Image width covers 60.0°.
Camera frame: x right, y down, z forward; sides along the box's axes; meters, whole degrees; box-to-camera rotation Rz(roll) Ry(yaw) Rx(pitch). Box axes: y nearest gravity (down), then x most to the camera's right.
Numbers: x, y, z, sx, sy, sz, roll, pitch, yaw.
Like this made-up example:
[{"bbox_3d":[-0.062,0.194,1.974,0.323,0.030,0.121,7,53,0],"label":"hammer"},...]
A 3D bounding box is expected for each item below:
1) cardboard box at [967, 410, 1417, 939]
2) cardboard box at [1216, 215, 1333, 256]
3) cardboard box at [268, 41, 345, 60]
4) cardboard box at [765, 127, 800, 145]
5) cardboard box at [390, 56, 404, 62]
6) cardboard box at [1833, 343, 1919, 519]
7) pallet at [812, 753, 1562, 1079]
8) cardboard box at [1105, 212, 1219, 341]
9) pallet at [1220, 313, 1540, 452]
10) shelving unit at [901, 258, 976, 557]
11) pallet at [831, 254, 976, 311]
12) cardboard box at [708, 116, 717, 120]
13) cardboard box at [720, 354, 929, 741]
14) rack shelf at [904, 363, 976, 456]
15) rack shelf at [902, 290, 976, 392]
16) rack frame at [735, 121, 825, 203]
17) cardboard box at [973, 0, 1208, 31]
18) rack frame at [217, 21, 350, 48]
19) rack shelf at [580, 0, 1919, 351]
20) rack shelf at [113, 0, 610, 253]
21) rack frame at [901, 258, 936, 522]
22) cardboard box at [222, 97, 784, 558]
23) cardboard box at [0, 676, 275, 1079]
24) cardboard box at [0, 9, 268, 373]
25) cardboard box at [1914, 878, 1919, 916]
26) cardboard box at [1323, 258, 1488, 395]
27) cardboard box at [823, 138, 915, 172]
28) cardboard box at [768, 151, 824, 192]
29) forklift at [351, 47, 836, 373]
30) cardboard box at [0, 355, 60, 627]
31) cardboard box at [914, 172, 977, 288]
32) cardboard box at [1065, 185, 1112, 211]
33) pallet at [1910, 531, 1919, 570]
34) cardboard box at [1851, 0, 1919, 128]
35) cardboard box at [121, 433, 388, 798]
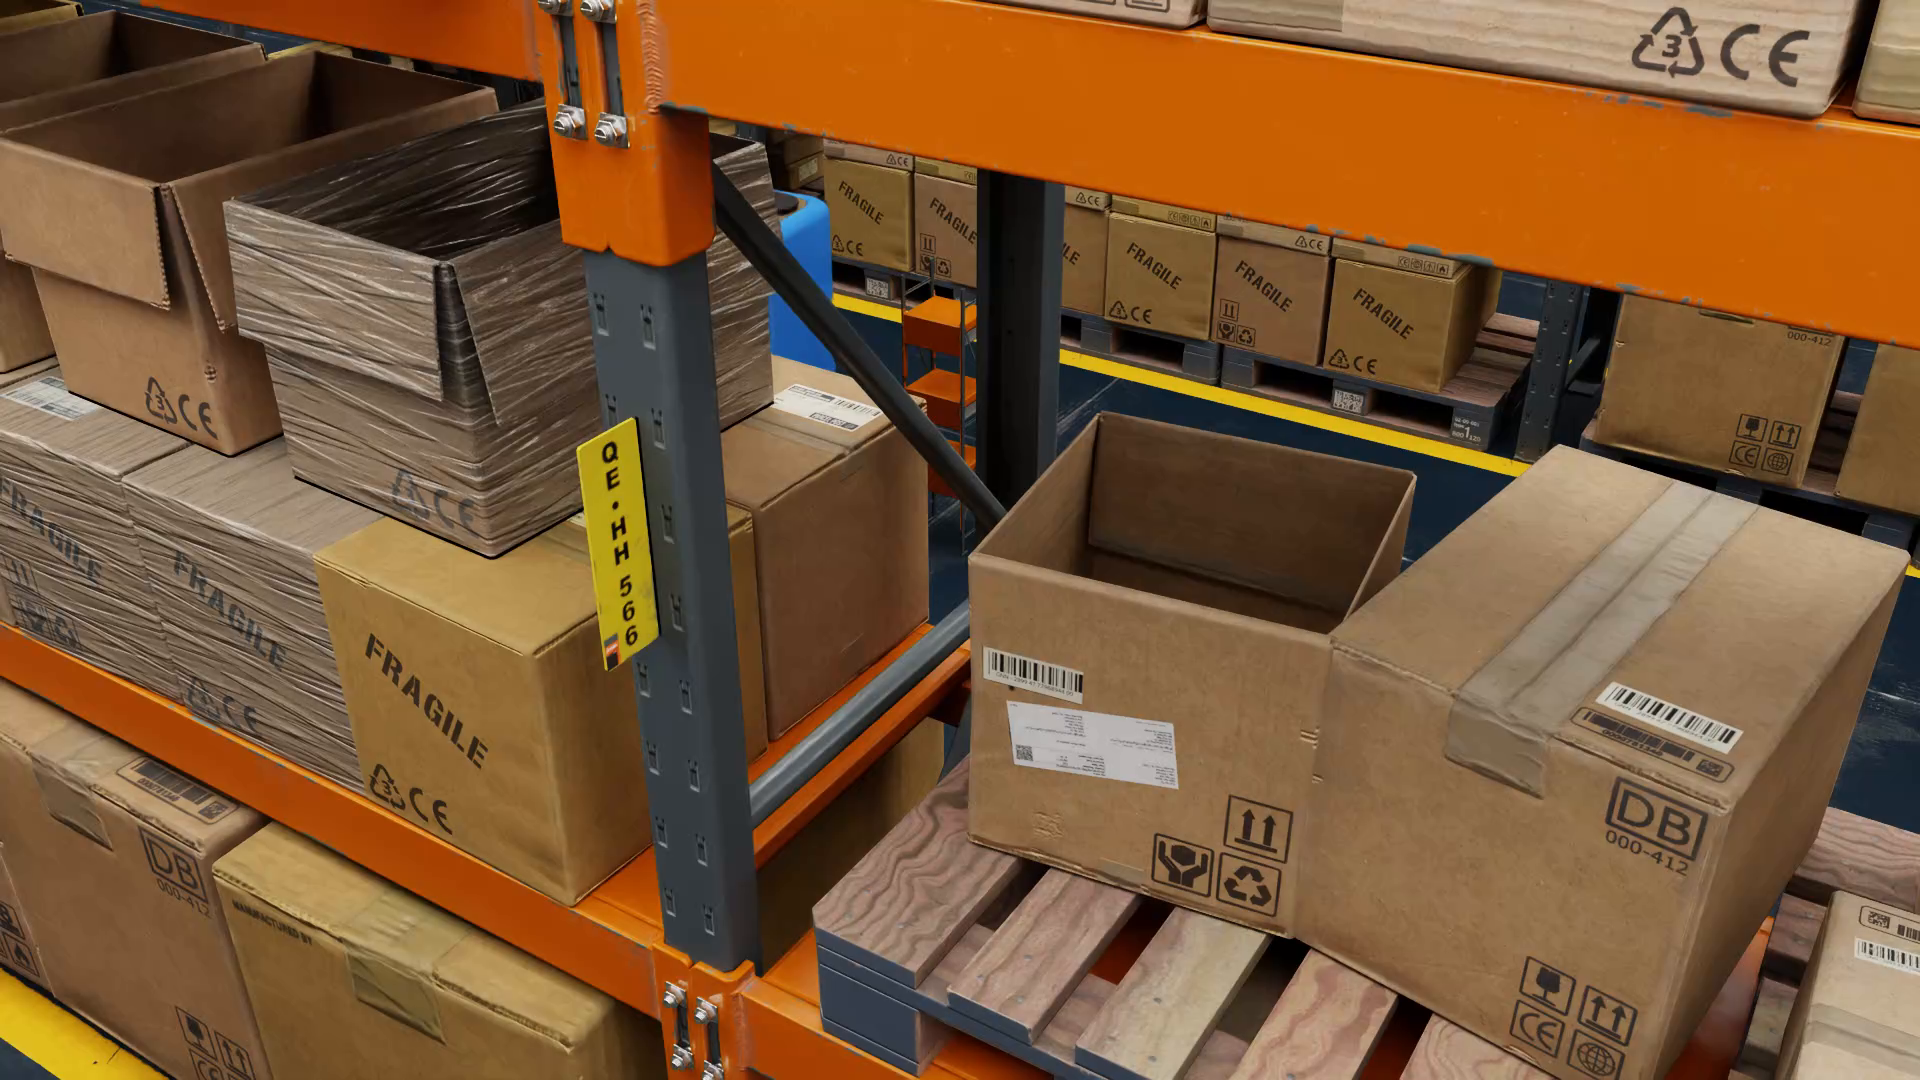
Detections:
[{"bbox_3d":[0.340,0.175,2.458,0.500,0.500,0.500,13,33,21],"label":"cardboard box"},{"bbox_3d":[1.431,-1.446,7.071,0.500,0.250,0.500,18,35,28],"label":"cardboard box"},{"bbox_3d":[-3.929,-2.883,10.037,0.250,0.149,0.380,16,34,25],"label":"cardboard box"},{"bbox_3d":[-0.986,-2.277,8.999,0.250,0.149,0.380,19,35,29],"label":"cardboard box"},{"bbox_3d":[-3.486,-2.738,9.789,0.250,0.149,0.380,17,35,27],"label":"cardboard box"},{"bbox_3d":[3.794,-0.593,6.106,0.750,0.750,1.050,18,35,28],"label":"cardboard box"},{"bbox_3d":[0.521,0.500,2.606,1.003,0.211,1.213,18,35,27],"label":"pallet"},{"bbox_3d":[0.993,-1.260,7.497,0.500,0.500,0.500,16,34,25],"label":"cardboard box"},{"bbox_3d":[1.923,-0.824,7.452,1.213,0.211,1.003,18,35,27],"label":"pallet"},{"bbox_3d":[-0.045,-0.468,6.010,0.252,1.050,0.215,18,35,27],"label":"shelving unit"},{"bbox_3d":[-0.144,-1.477,8.573,1.213,0.211,1.003,18,35,27],"label":"pallet"},{"bbox_3d":[-1.481,-2.132,8.750,0.250,0.149,0.380,18,35,28],"label":"cardboard box"},{"bbox_3d":[-0.406,-0.018,3.204,0.500,0.500,0.500,19,35,29],"label":"cardboard box"},{"bbox_3d":[-0.045,-0.459,6.015,0.240,0.259,0.215,18,35,27],"label":"rack shelf"},{"bbox_3d":[-0.045,-0.704,5.872,0.240,0.259,0.215,18,35,27],"label":"rack shelf"},{"bbox_3d":[-0.804,-2.890,8.226,0.127,3.000,1.000,18,35,27],"label":"rack frame"},{"bbox_3d":[0.124,-0.724,1.687,0.500,0.250,0.500,18,35,28],"label":"cardboard box"},{"bbox_3d":[-4.192,-3.961,10.063,0.127,3.000,1.000,18,35,27],"label":"rack frame"},{"bbox_3d":[1.555,-0.177,1.314,4.000,0.370,1.077,18,35,27],"label":"rack shelf"},{"bbox_3d":[-1.833,-1.249,3.151,4.000,0.370,1.077,18,35,27],"label":"rack shelf"},{"bbox_3d":[-0.149,-0.500,6.066,0.008,1.050,0.200,18,35,27],"label":"rack frame"},{"bbox_3d":[-0.749,-0.407,2.877,0.637,0.503,0.797,19,35,29],"label":"cardboard box"},{"bbox_3d":[-1.463,0.572,3.984,0.875,0.875,1.225,18,35,27],"label":"cardboard box"},{"bbox_3d":[-1.871,-0.760,3.481,0.637,0.503,0.797,19,35,29],"label":"cardboard box"},{"bbox_3d":[1.417,0.480,2.167,0.258,0.266,0.396,17,34,26],"label":"cardboard box"},{"bbox_3d":[1.887,-0.984,7.025,0.500,0.500,0.500,17,34,27],"label":"cardboard box"},{"bbox_3d":[-0.319,-2.004,8.029,0.500,0.250,0.500,16,34,25],"label":"cardboard box"},{"bbox_3d":[-0.942,-2.074,9.241,0.250,0.149,0.380,16,34,25],"label":"cardboard box"},{"bbox_3d":[-2.043,-1.746,6.334,3.031,2.935,1.130,13,33,21],"label":"forklift"},{"bbox_3d":[-1.980,-0.208,3.531,0.500,0.500,0.500,18,35,28],"label":"cardboard box"},{"bbox_3d":[0.130,-1.539,7.975,0.500,0.500,0.500,19,35,29],"label":"cardboard box"},{"bbox_3d":[0.563,-1.724,7.549,0.500,0.250,0.500,19,35,29],"label":"cardboard box"},{"bbox_3d":[4.241,-0.043,6.114,1.213,0.211,1.003,18,35,27],"label":"pallet"},{"bbox_3d":[0.999,-0.453,1.222,0.500,0.250,0.500,18,35,28],"label":"cardboard box"},{"bbox_3d":[-1.108,0.066,3.061,0.500,0.500,0.500,17,34,27],"label":"cardboard box"}]
